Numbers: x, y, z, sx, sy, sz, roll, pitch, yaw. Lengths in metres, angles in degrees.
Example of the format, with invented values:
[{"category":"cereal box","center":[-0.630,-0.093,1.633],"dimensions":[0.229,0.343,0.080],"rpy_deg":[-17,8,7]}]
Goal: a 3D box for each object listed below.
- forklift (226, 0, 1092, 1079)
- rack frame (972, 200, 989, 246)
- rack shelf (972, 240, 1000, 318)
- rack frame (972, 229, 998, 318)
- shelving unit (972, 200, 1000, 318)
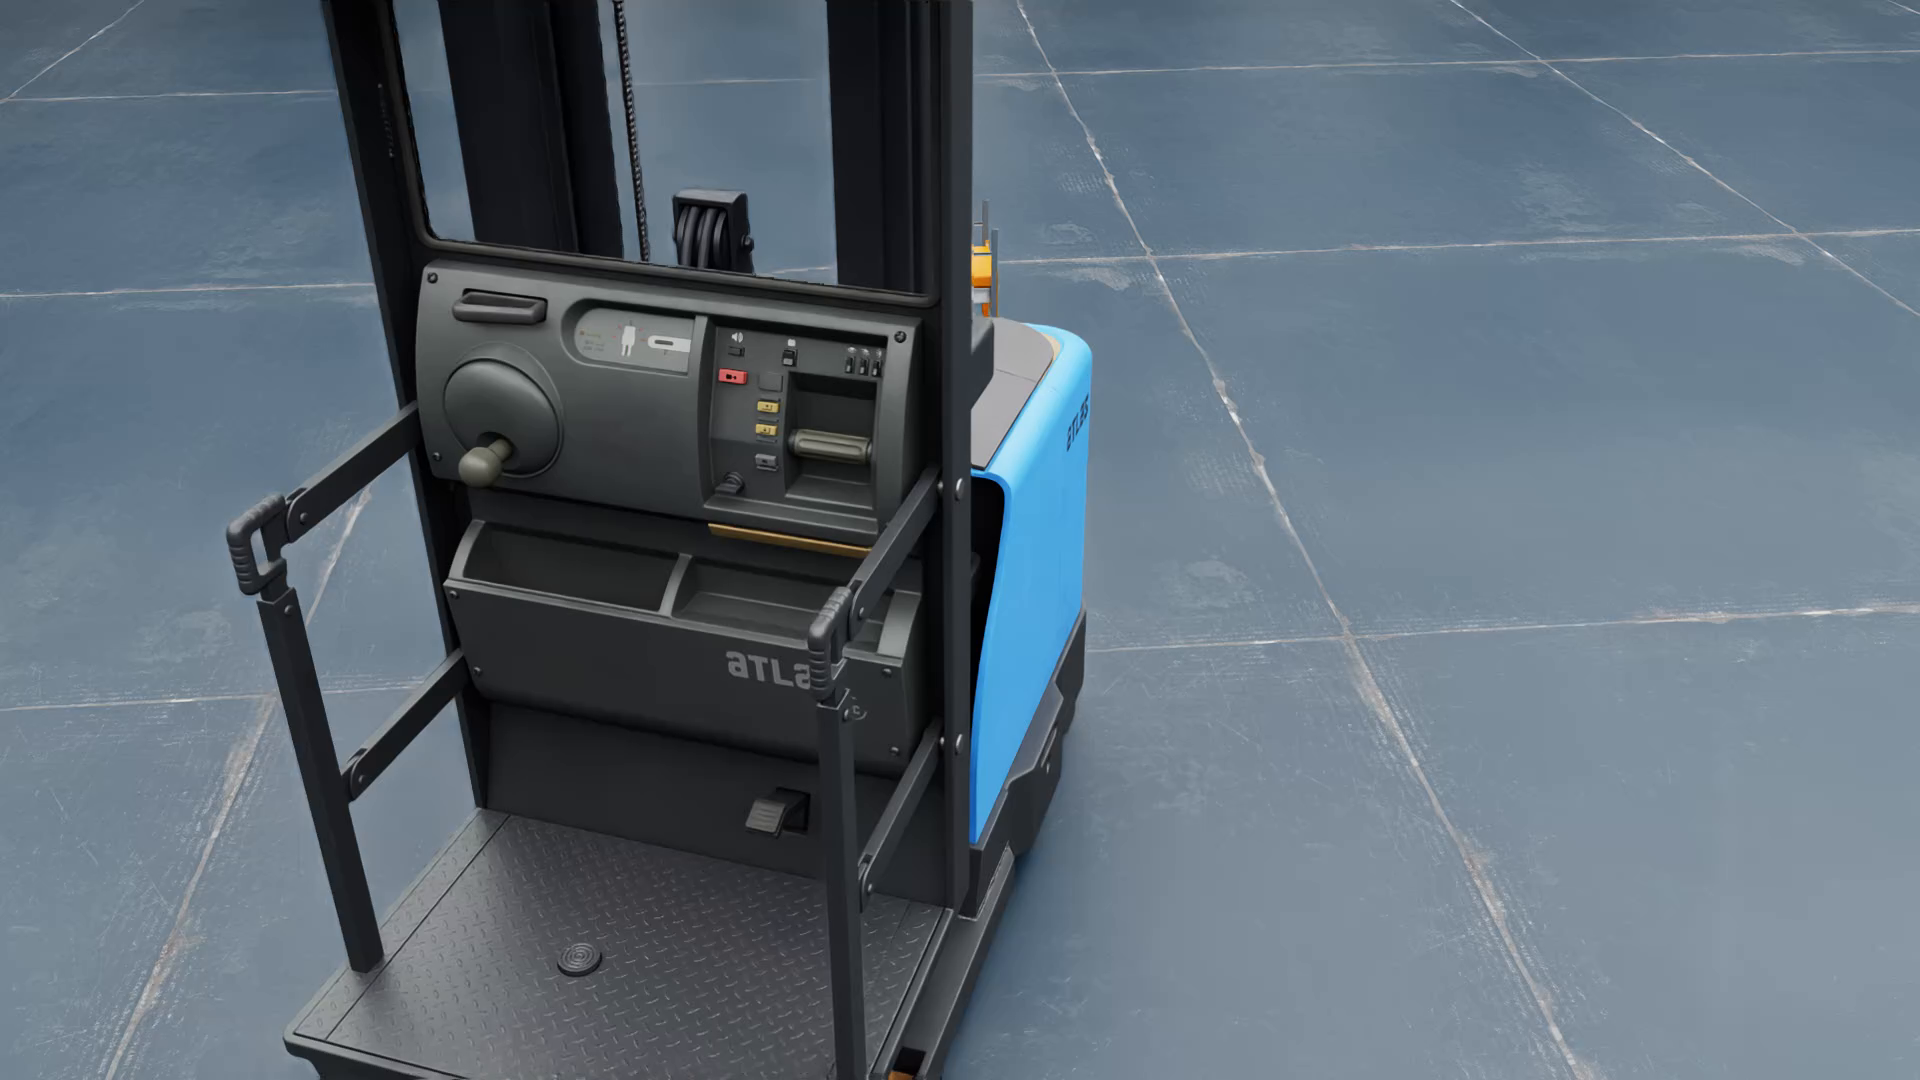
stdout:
[{"category":"forklift","center":[-0.587,-0.195,2.718],"dimensions":[1.130,2.935,3.031],"rpy_deg":[9,32,15]},{"category":"rack frame","center":[-0.016,-0.540,5.131],"dimensions":[0.200,1.050,0.008],"rpy_deg":[-3,31,-5]},{"category":"rack shelf","center":[-0.005,-0.713,4.886],"dimensions":[0.215,0.259,0.240],"rpy_deg":[-3,31,-5]},{"category":"rack frame","center":[0.006,-0.416,4.922],"dimensions":[0.200,1.050,0.008],"rpy_deg":[-3,31,-5]},{"category":"shelving unit","center":[-0.005,-0.478,5.027],"dimensions":[0.215,1.050,0.252],"rpy_deg":[-3,31,-5]}]
